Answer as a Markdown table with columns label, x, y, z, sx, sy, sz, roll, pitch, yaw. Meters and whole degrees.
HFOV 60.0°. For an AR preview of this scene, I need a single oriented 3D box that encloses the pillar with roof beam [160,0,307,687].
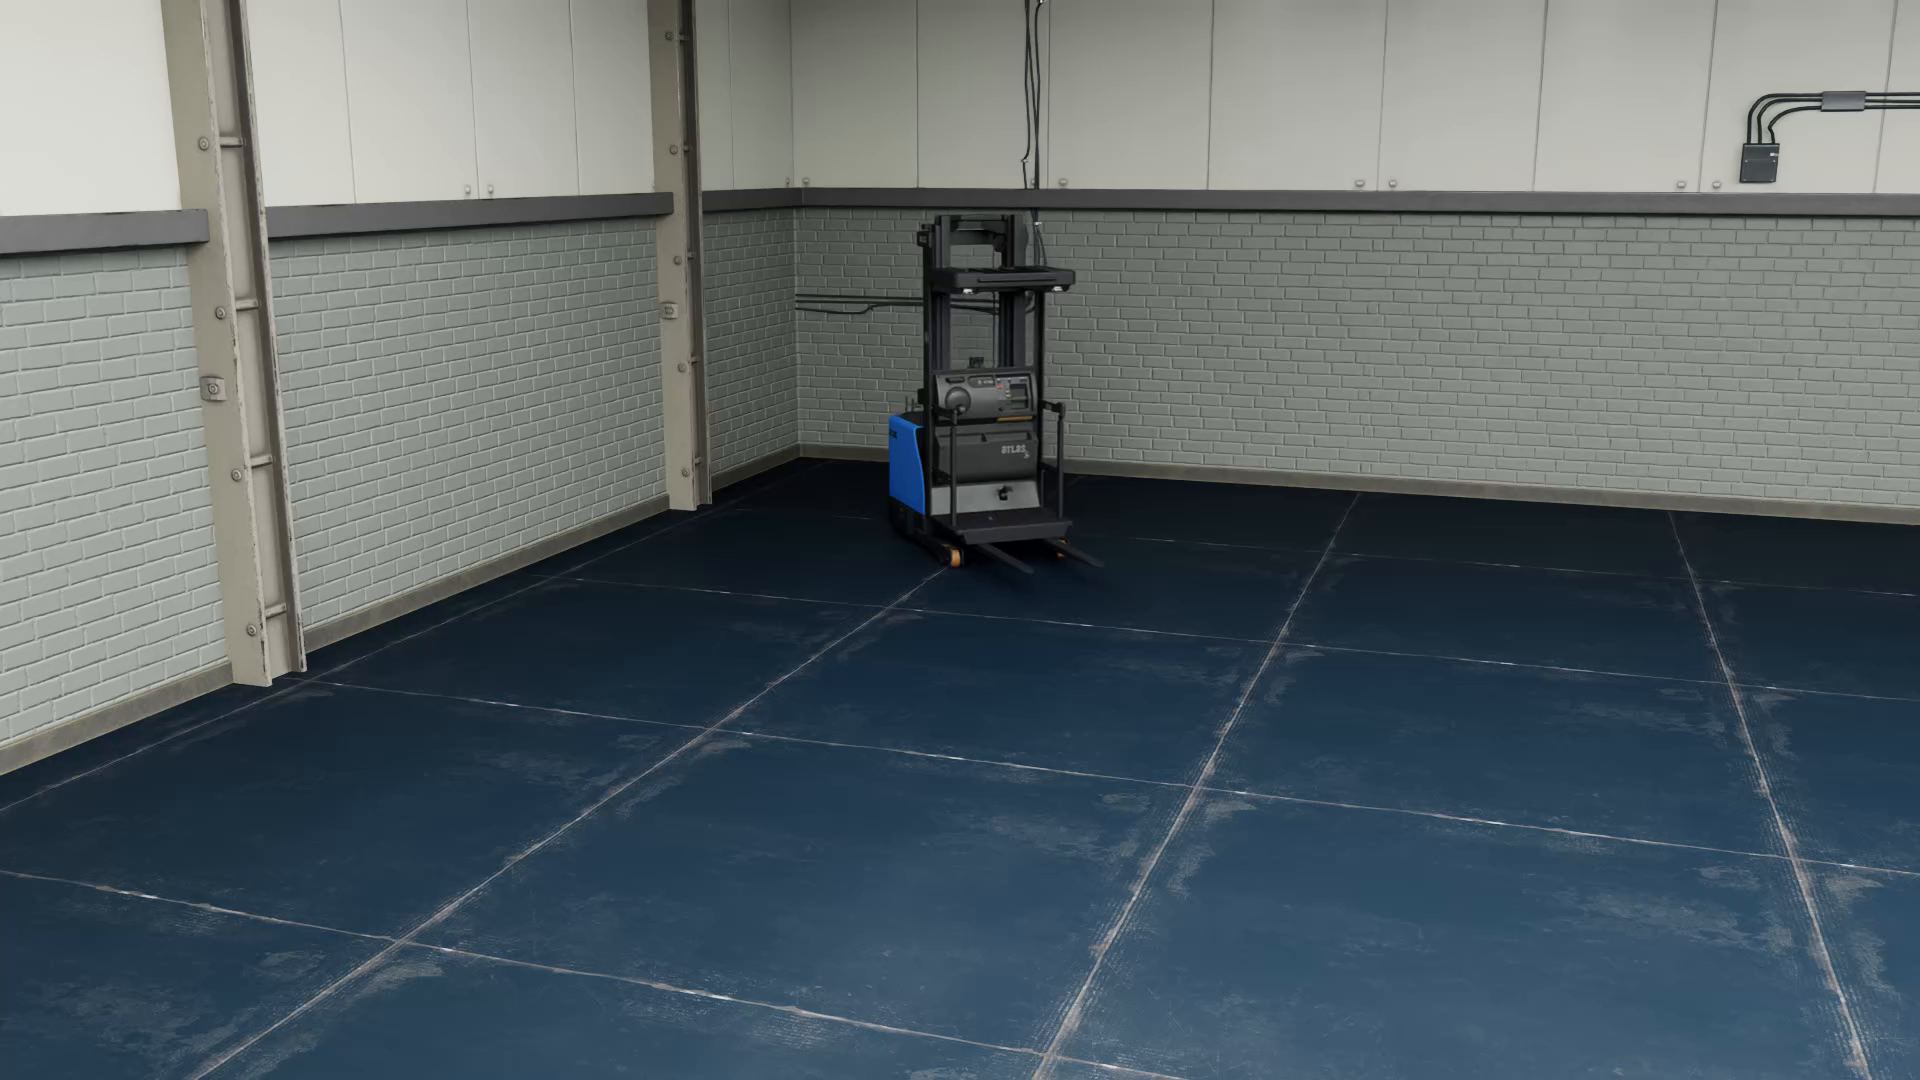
| label | x | y | z | sx | sy | sz | roll | pitch | yaw |
| --- | --- | --- | --- | --- | --- | --- | --- | --- | --- |
| pillar with roof beam | -0.592 | -3.159 | 8.868 | 9.100 | 9.000 | 0.400 | 4 | 14 | 18 |

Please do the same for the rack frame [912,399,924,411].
| label | x | y | z | sx | sy | sz | roll | pitch | yaw |
| --- | --- | --- | --- | --- | --- | --- | --- | --- | --- |
| rack frame | -0.342 | -0.759 | 15.879 | 0.240 | 1.200 | 0.006 | -5 | 14 | -20 |

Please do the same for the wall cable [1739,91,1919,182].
| label | x | y | z | sx | sy | sz | roll | pitch | yaw |
| --- | --- | --- | --- | --- | --- | --- | --- | --- | --- |
| wall cable | 8.458 | -6.229 | 14.674 | 2.305 | 6.003 | 0.169 | 4 | 14 | 18 |

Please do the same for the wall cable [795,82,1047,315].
| label | x | y | z | sx | sy | sz | roll | pitch | yaw |
| --- | --- | --- | --- | --- | --- | --- | --- | --- | --- |
| wall cable | -0.520 | -3.744 | 18.407 | 3.097 | 2.526 | 0.112 | 4 | 14 | 18 |

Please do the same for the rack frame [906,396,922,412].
| label | x | y | z | sx | sy | sz | roll | pitch | yaw |
| --- | --- | --- | --- | --- | --- | --- | --- | --- | --- |
| rack frame | -0.406 | -0.797 | 16.046 | 0.240 | 1.200 | 0.006 | -5 | 14 | -20 |

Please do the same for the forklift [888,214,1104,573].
| label | x | y | z | sx | sy | sz | roll | pitch | yaw |
| --- | --- | --- | --- | --- | --- | --- | --- | --- | --- |
| forklift | 0.310 | -1.295 | 14.339 | 1.130 | 2.935 | 3.031 | -5 | 14 | -20 |

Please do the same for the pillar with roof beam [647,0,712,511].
| label | x | y | z | sx | sy | sz | roll | pitch | yaw |
| --- | --- | --- | --- | --- | --- | --- | --- | --- | --- |
| pillar with roof beam | 1.349 | -4.422 | 14.403 | 9.100 | 9.000 | 0.400 | 4 | 14 | 18 |

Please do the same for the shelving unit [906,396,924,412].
| label | x | y | z | sx | sy | sz | roll | pitch | yaw |
| --- | --- | --- | --- | --- | --- | --- | --- | --- | --- |
| shelving unit | -0.374 | -0.778 | 15.962 | 0.258 | 1.200 | 0.189 | -5 | 14 | -20 |

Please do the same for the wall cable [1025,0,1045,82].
| label | x | y | z | sx | sy | sz | roll | pitch | yaw |
| --- | --- | --- | --- | --- | --- | --- | --- | --- | --- |
| wall cable | 2.040 | -6.011 | 16.991 | 3.097 | 2.526 | 0.112 | 4 | 14 | 18 |
